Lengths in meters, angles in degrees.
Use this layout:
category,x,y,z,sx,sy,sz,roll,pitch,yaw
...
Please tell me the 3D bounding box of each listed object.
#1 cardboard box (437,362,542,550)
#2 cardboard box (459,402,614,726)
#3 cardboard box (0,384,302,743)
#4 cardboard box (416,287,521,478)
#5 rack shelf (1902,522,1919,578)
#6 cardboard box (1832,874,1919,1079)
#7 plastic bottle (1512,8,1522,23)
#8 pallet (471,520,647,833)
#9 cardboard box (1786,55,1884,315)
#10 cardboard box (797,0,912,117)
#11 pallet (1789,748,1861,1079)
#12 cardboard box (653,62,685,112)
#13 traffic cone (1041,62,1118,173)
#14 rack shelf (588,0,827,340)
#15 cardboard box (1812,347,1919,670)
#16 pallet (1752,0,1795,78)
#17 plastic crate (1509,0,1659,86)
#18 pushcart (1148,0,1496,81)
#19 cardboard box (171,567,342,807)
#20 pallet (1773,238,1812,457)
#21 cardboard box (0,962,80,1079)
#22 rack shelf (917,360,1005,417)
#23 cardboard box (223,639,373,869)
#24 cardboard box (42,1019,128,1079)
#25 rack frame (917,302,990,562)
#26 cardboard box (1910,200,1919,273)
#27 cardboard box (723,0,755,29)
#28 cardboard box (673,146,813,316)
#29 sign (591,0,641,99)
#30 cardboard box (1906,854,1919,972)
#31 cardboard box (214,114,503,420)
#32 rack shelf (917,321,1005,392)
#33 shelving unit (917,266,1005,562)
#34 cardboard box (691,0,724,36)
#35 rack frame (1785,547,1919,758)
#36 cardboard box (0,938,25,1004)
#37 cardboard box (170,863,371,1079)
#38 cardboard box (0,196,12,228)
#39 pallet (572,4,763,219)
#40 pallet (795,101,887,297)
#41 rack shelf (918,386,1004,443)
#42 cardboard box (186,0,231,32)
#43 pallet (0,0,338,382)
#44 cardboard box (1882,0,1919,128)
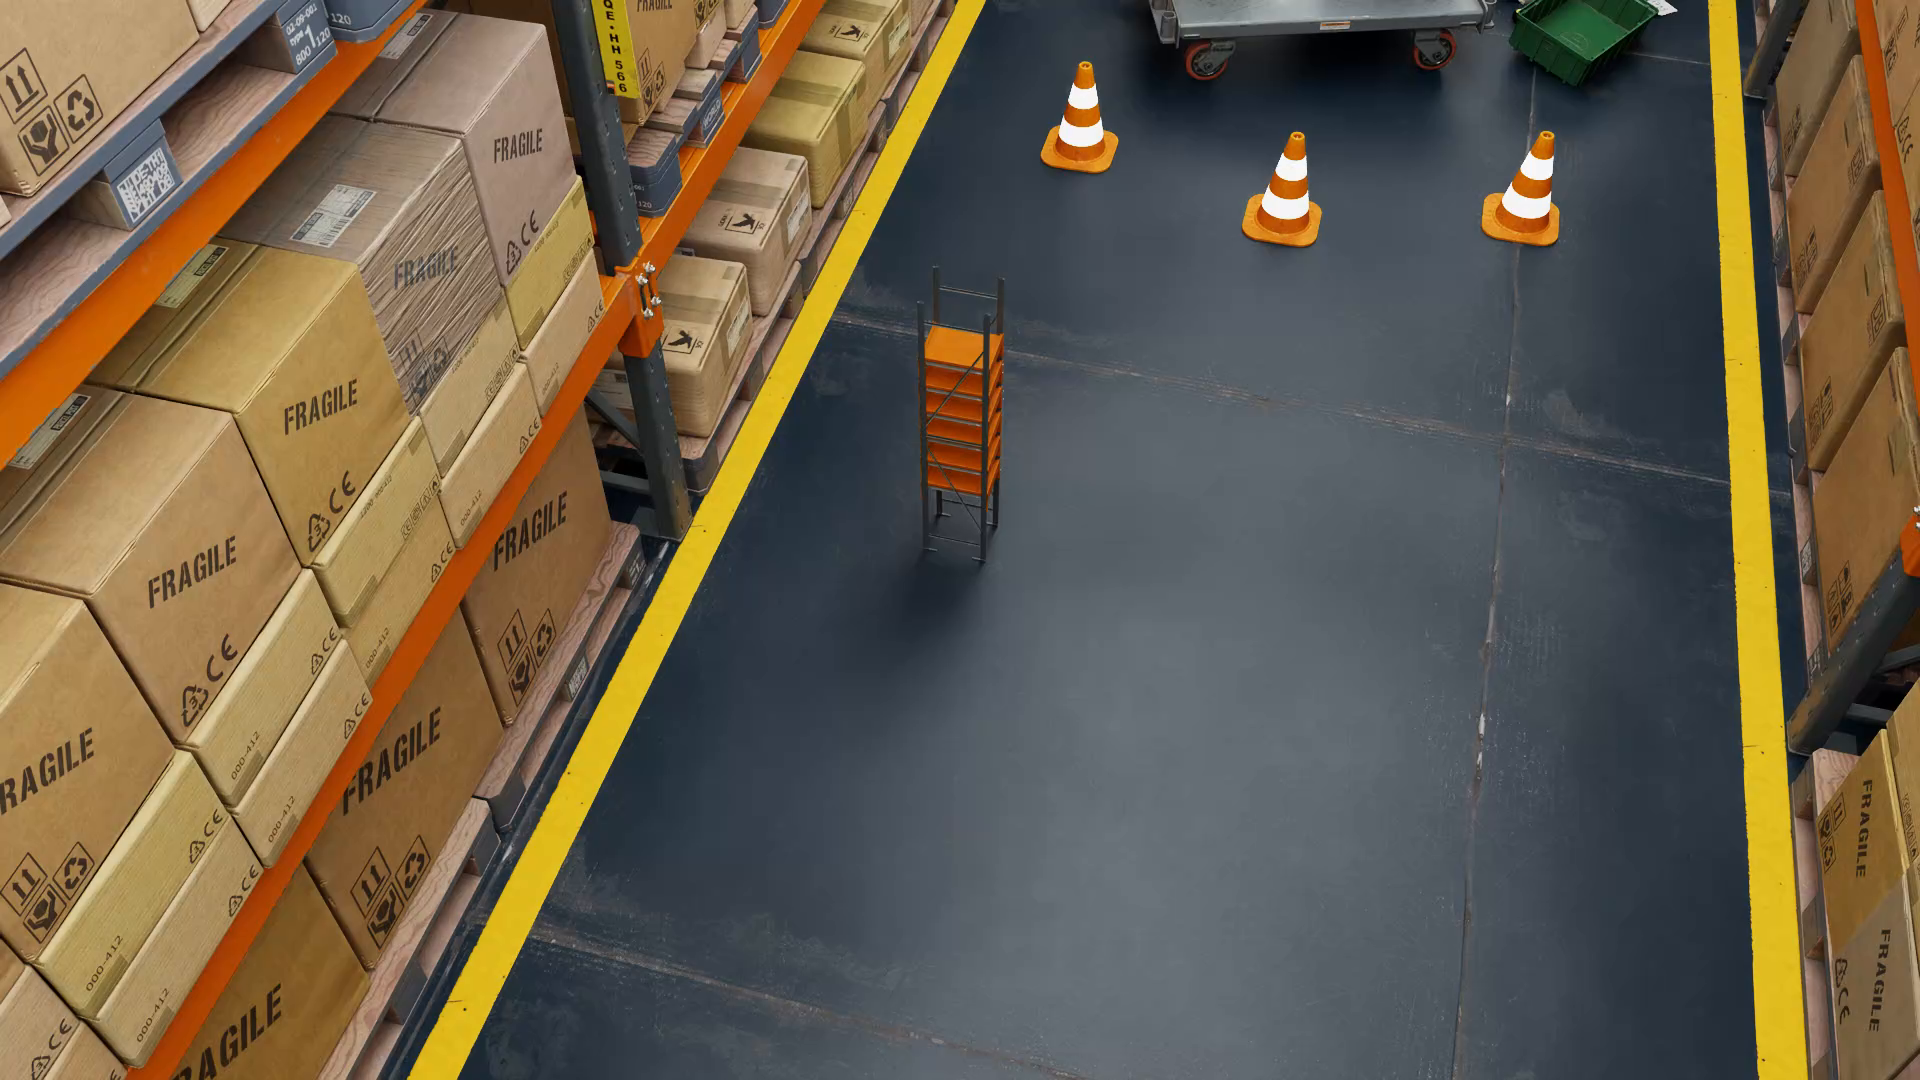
category,x,y,z,sx,sy,sz,roll,pitch,yaw
cardboard box,-1.512,-0.282,4.598,0.500,0.250,0.500,12,50,11
cardboard box,-1.772,-0.074,5.452,0.875,0.875,0.875,11,50,10
cardboard box,-1.798,0.036,3.484,0.500,0.500,0.500,11,49,9
cardboard box,-1.524,-0.465,4.426,0.500,0.250,0.500,10,49,9
rack shelf,2.765,1.467,3.434,1.077,0.370,4.000,12,50,10
cardboard box,2.731,1.296,4.492,0.500,0.500,0.500,12,50,10
plastic bottle,2.961,-2.636,8.536,0.133,0.061,0.283,-11,50,-10
pallet,-1.790,0.357,5.794,1.003,0.211,1.213,12,50,10
cardboard box,4.010,-1.341,6.654,1.050,0.750,0.750,12,50,10
cardboard box,-0.779,-2.383,7.825,0.950,0.372,0.625,14,50,12
pallet,3.085,1.270,4.988,1.003,0.211,1.213,12,50,10
cardboard box,-1.139,-1.573,5.525,0.380,0.149,0.250,9,49,8
traffic cone,0.567,-2.002,7.708,0.336,0.463,0.334,12,50,10
rack shelf,-0.984,-2.330,6.785,1.077,0.370,4.000,12,50,10
cardboard box,3.539,-0.035,5.500,1.050,0.750,0.750,11,49,10
pallet,4.620,-2.723,8.512,1.003,0.211,1.213,12,50,10
plastic crate,3.126,-2.583,8.367,0.662,0.188,0.450,-37,68,-28
pushcart,1.755,-2.733,8.410,1.648,0.377,0.936,-4,49,-3
cardboard box,-1.775,0.285,3.764,0.500,0.250,0.500,10,49,9
pallet,3.895,-0.730,6.753,1.003,0.211,1.213,12,50,10
cardboard box,-2.065,1.011,3.124,0.500,0.250,0.500,12,50,11
rack shelf,0.004,-0.537,5.663,0.258,0.103,0.180,12,50,10
cardboard box,-1.767,0.454,3.949,0.500,0.250,0.500,11,49,9
cardboard box,-2.058,1.181,3.307,0.500,0.250,0.500,10,49,9
rack frame,-0.020,-0.341,5.751,0.240,1.200,0.006,12,50,10
cardboard box,3.284,-0.990,5.056,0.500,0.500,0.500,12,50,10
cardboard box,-0.930,-1.957,5.864,0.380,0.149,0.250,12,50,10
cardboard box,-1.165,-1.333,6.898,0.950,0.372,0.625,11,49,9
sign,-0.974,-1.397,4.710,0.100,0.325,0.005,12,50,10
cardboard box,2.743,1.040,4.218,0.500,0.250,0.500,11,49,10
cardboard box,-1.521,-0.687,4.122,0.500,0.500,0.500,12,50,11
rack shelf,0.004,-0.616,5.573,0.258,0.103,0.180,12,50,10
shelving unit,0.004,-0.407,5.809,0.258,1.200,0.189,12,50,10
cardboard box,-1.038,-2.050,5.513,0.500,0.500,0.500,14,50,12
rack frame,3.292,-0.217,4.441,1.000,3.000,0.127,12,50,10
cardboard box,-2.063,0.773,2.833,0.500,0.500,0.500,11,50,10
cardboard box,-2.247,1.217,4.312,0.875,0.875,0.875,13,50,11
cardboard box,-1.744,-0.567,2.559,0.396,0.266,0.258,15,50,13
pallet,-1.425,-1.594,5.784,1.213,0.211,1.003,12,50,10
pallet,-0.980,-1.643,7.559,1.003,0.211,1.213,12,50,10
rack shelf,0.004,-0.457,5.753,0.258,0.103,0.180,12,50,10
cardboard box,-1.535,-1.143,3.067,0.396,0.266,0.258,10,49,9
pallet,-1.920,-0.766,3.050,1.003,0.211,1.213,14,50,12
cardboard box,3.546,-1.723,5.703,0.500,0.500,0.500,12,50,11
